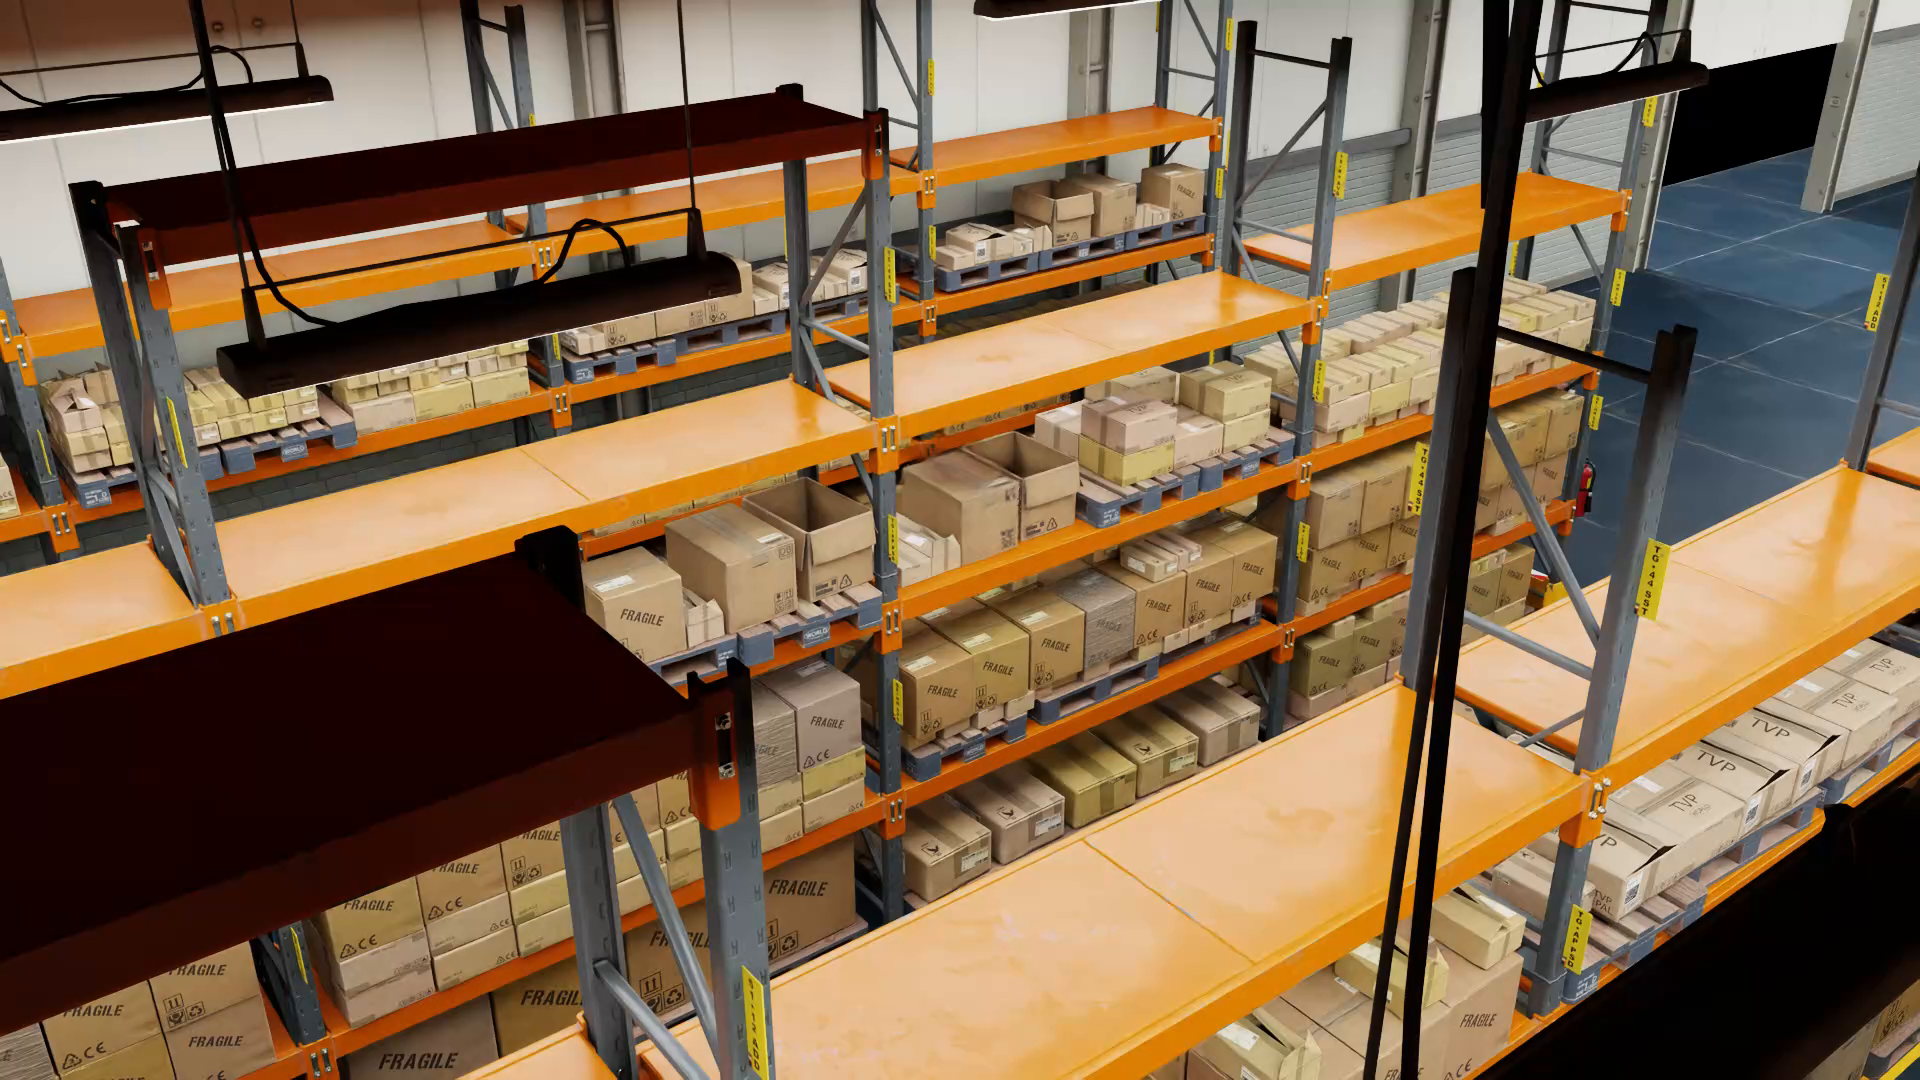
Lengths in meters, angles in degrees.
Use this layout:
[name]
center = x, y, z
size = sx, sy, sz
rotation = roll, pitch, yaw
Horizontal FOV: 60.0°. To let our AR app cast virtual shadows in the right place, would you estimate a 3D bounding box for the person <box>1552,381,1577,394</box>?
[person]
center = 6.484, -1.141, 18.414
size = 0.531, 1.747, 0.693
rotation = -13, 29, -24
